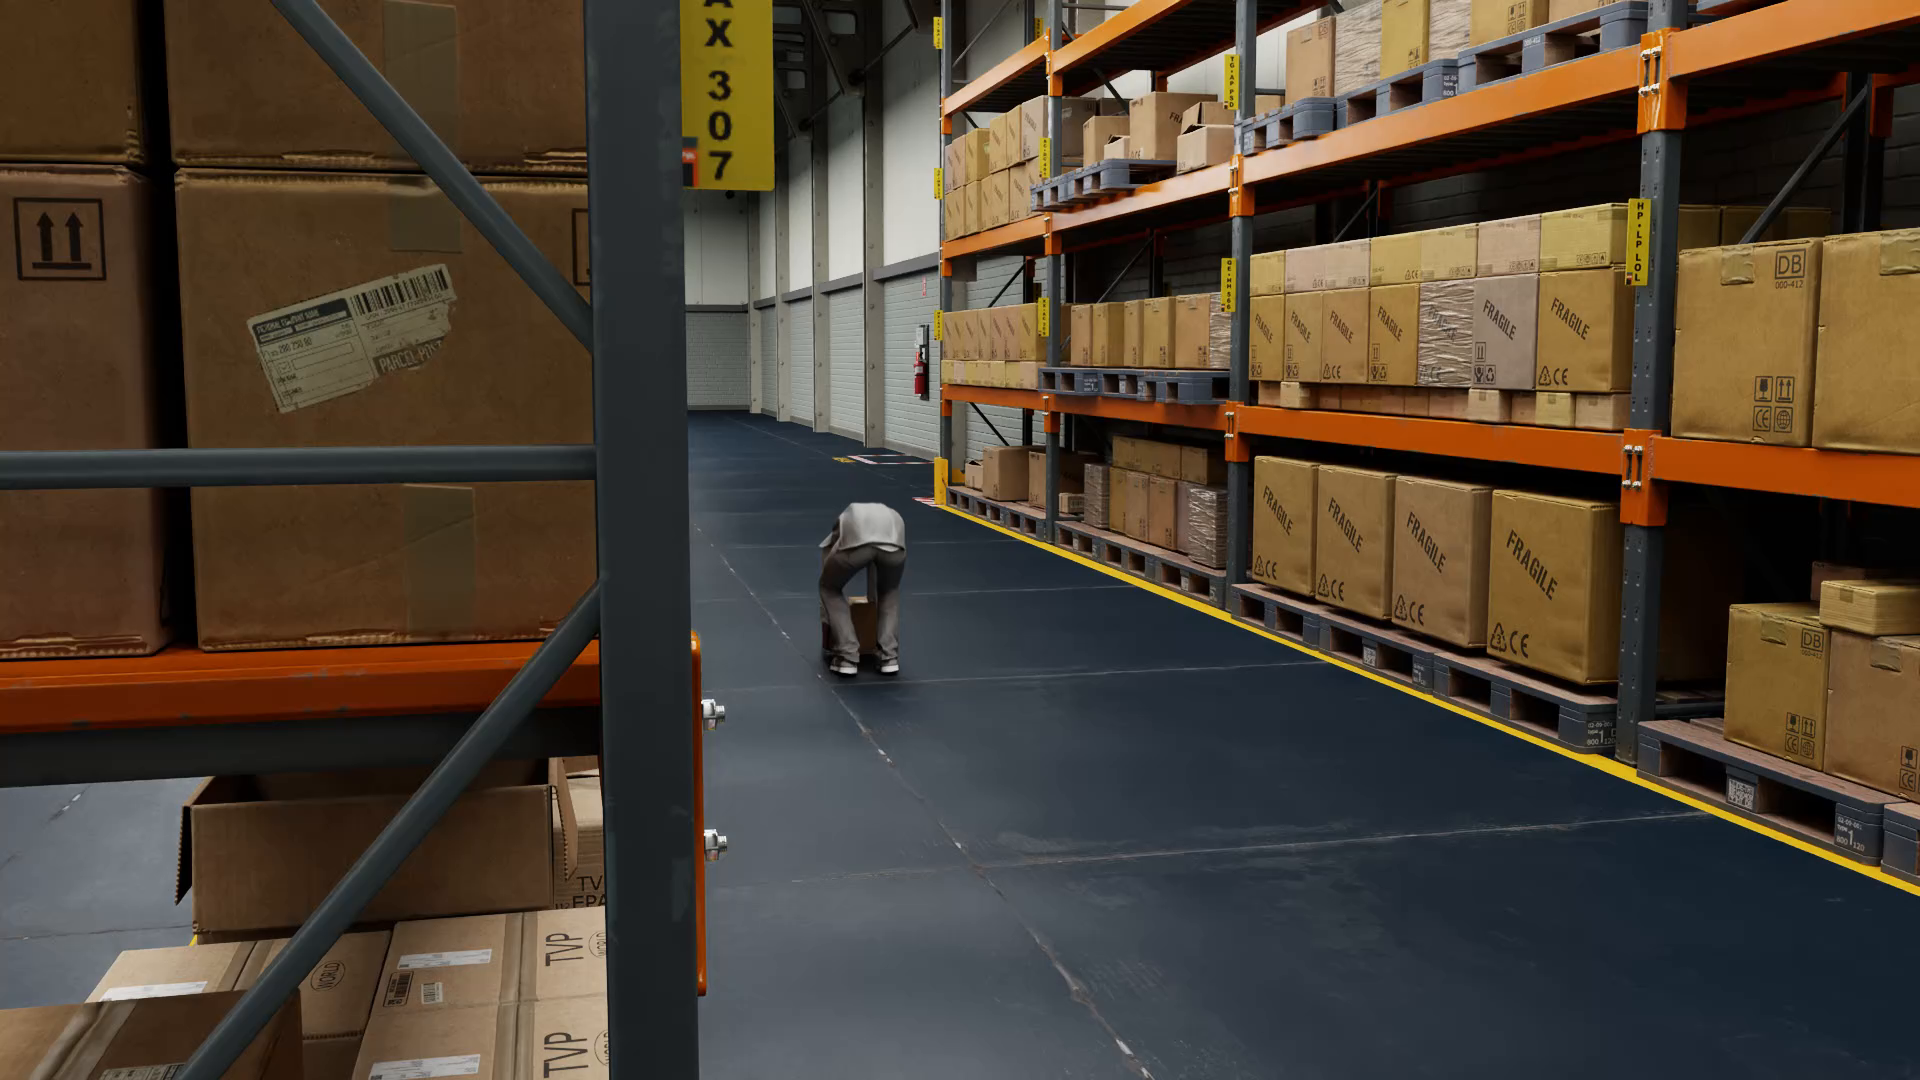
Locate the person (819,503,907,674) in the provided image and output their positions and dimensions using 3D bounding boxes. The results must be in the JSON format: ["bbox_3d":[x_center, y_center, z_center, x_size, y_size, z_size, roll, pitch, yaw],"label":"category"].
[{"bbox_3d":[-0.523,0.228,8.593,0.425,0.873,0.853,-2,7,-16],"label":"person"}]
